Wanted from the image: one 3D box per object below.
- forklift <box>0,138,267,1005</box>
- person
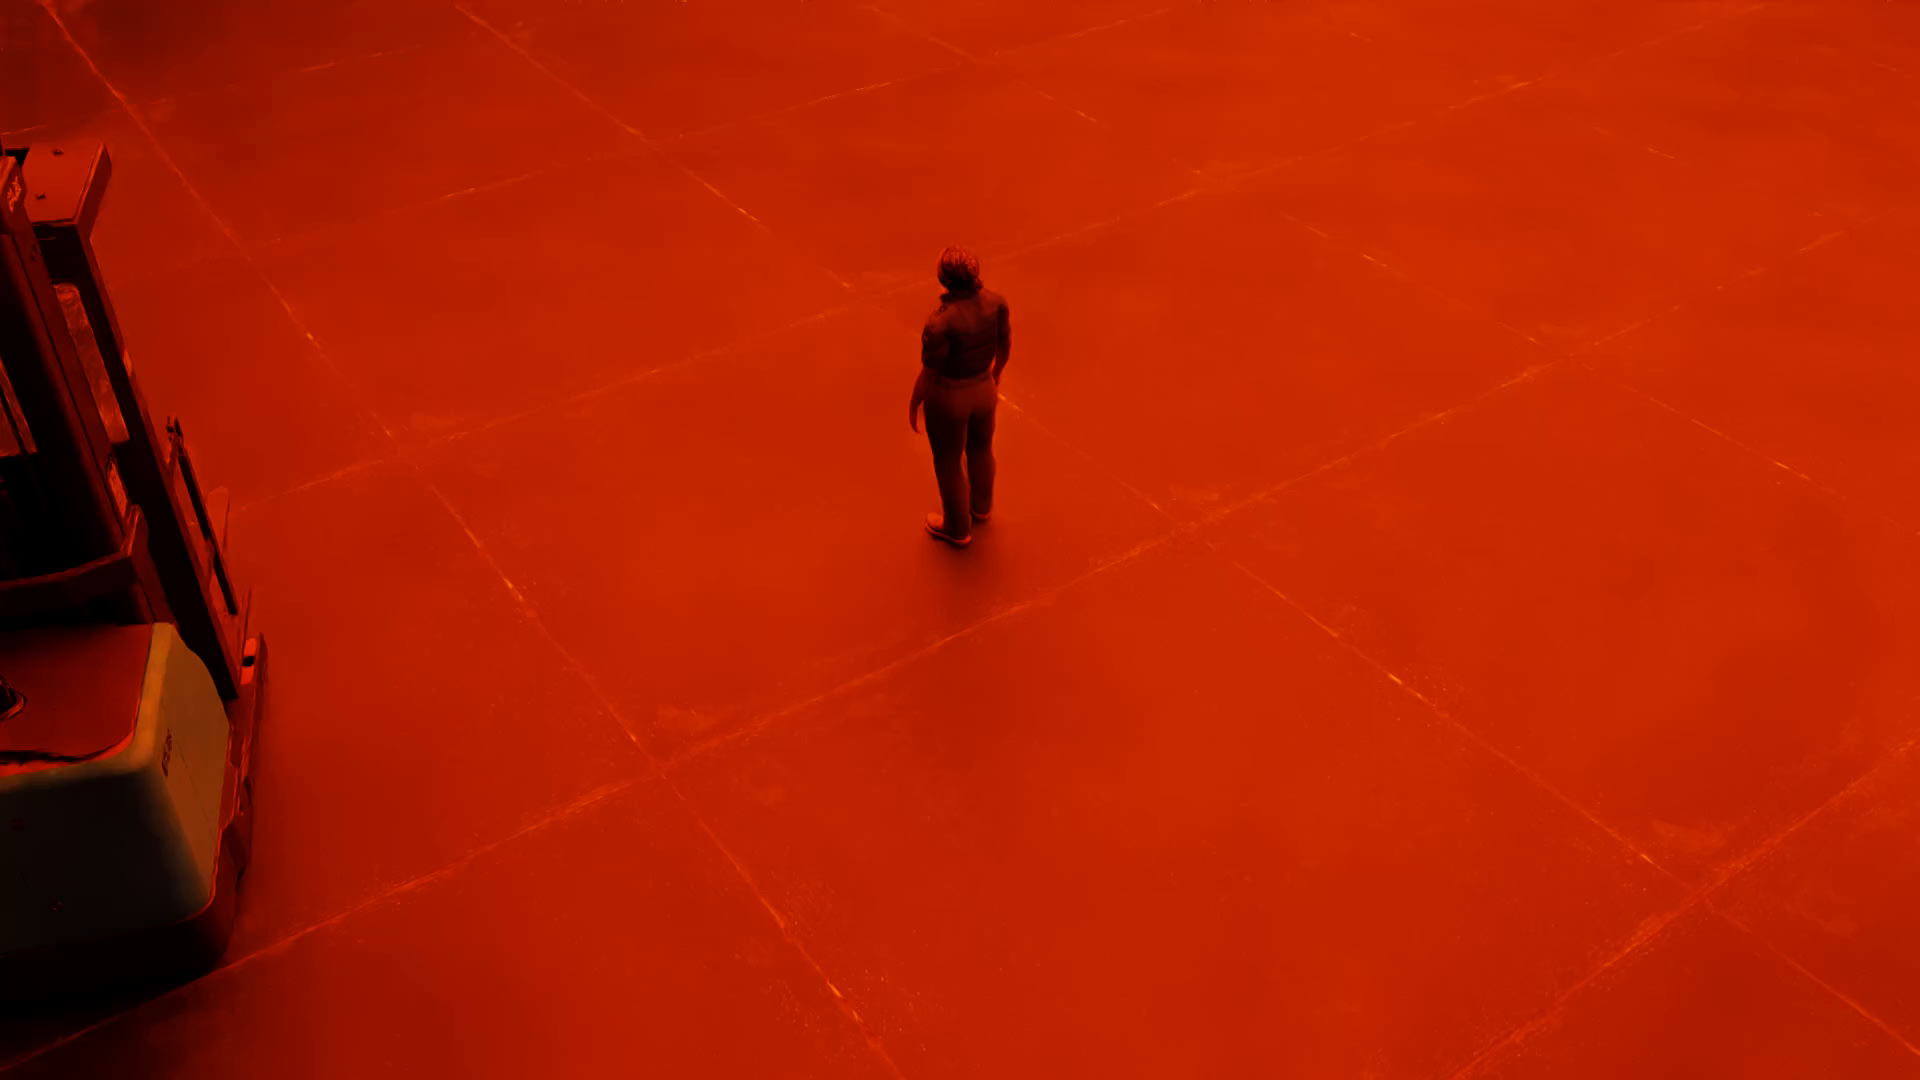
[{"bbox_3d":[-3.627,-0.348,6.415,1.130,2.935,3.031,-9,37,-12],"label":"forklift"},{"bbox_3d":[-0.035,-0.720,7.981,0.570,1.654,0.503,-23,42,-28],"label":"person"}]
